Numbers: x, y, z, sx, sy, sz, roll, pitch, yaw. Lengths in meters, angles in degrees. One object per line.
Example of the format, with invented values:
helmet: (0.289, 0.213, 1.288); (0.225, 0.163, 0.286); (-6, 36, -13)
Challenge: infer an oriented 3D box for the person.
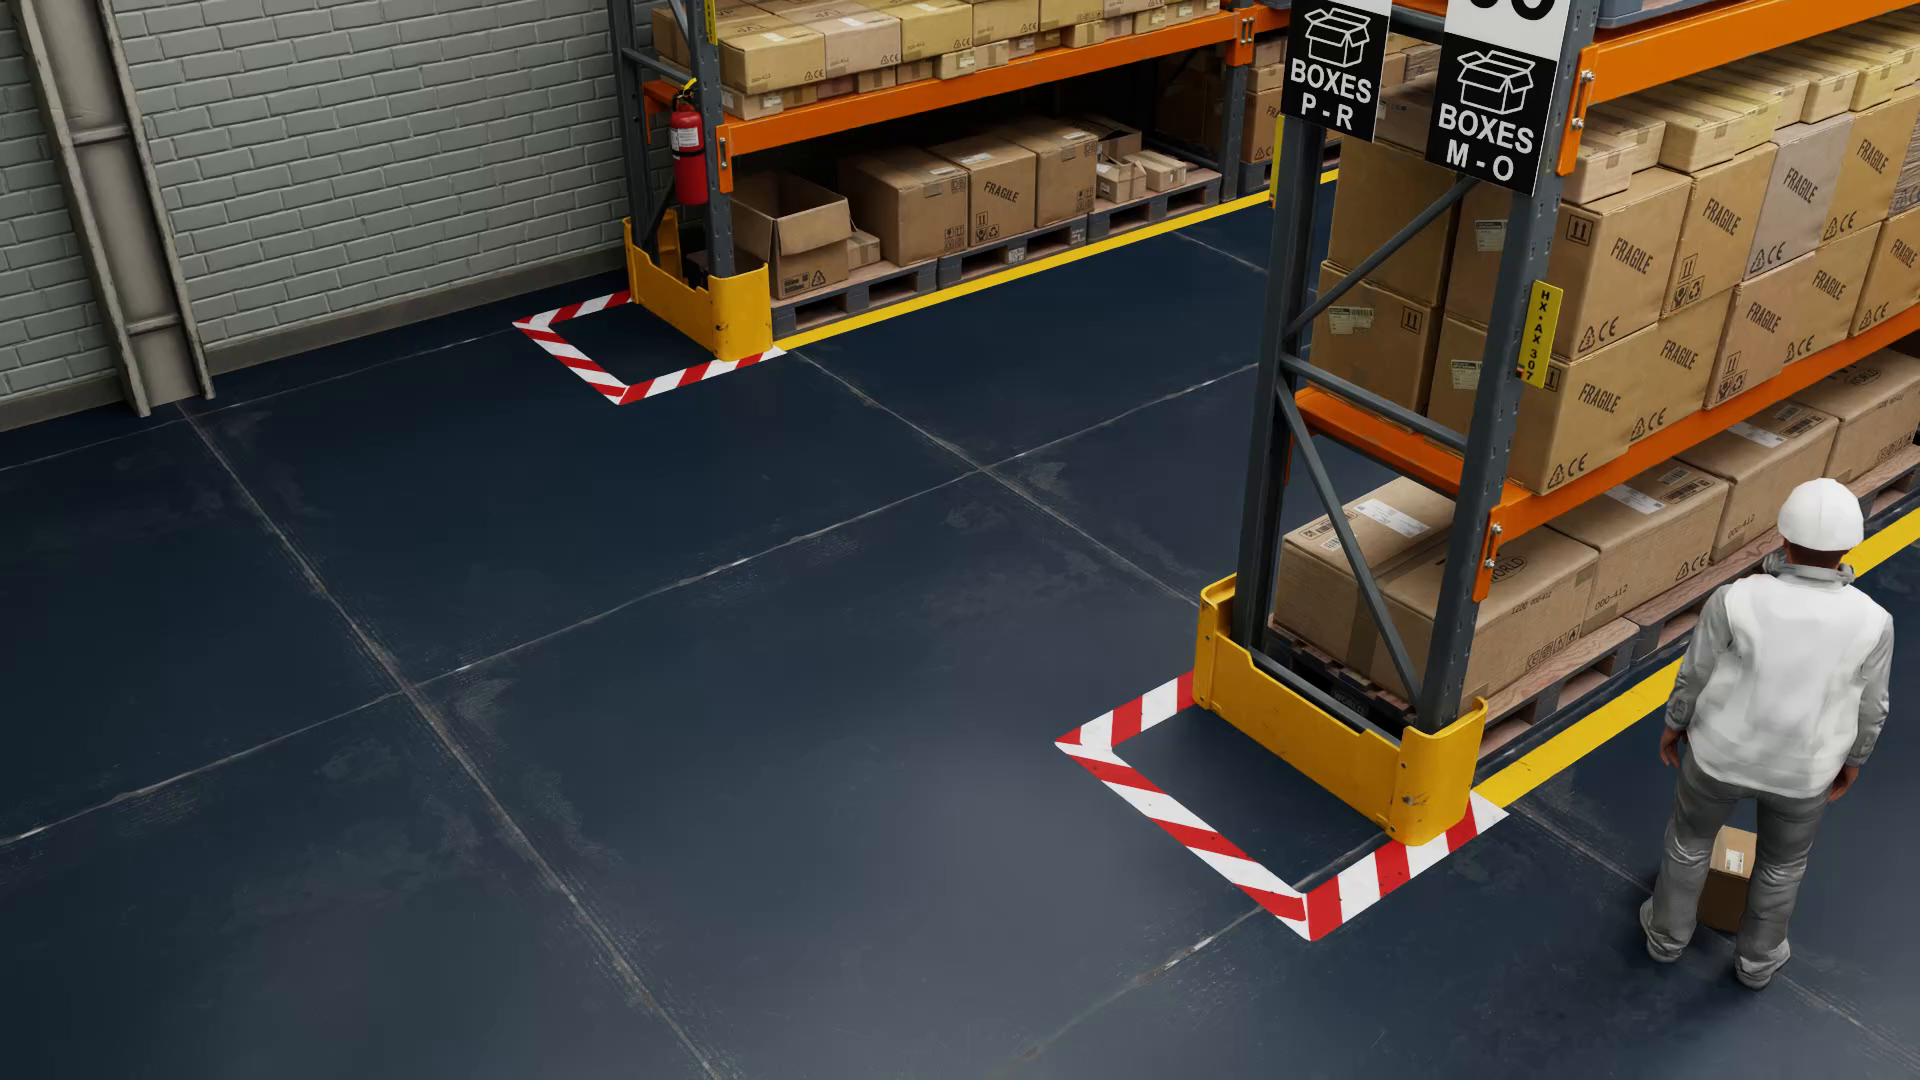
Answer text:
person: (2.462, 0.630, 5.106); (0.584, 1.767, 0.463); (12, 34, 19)
